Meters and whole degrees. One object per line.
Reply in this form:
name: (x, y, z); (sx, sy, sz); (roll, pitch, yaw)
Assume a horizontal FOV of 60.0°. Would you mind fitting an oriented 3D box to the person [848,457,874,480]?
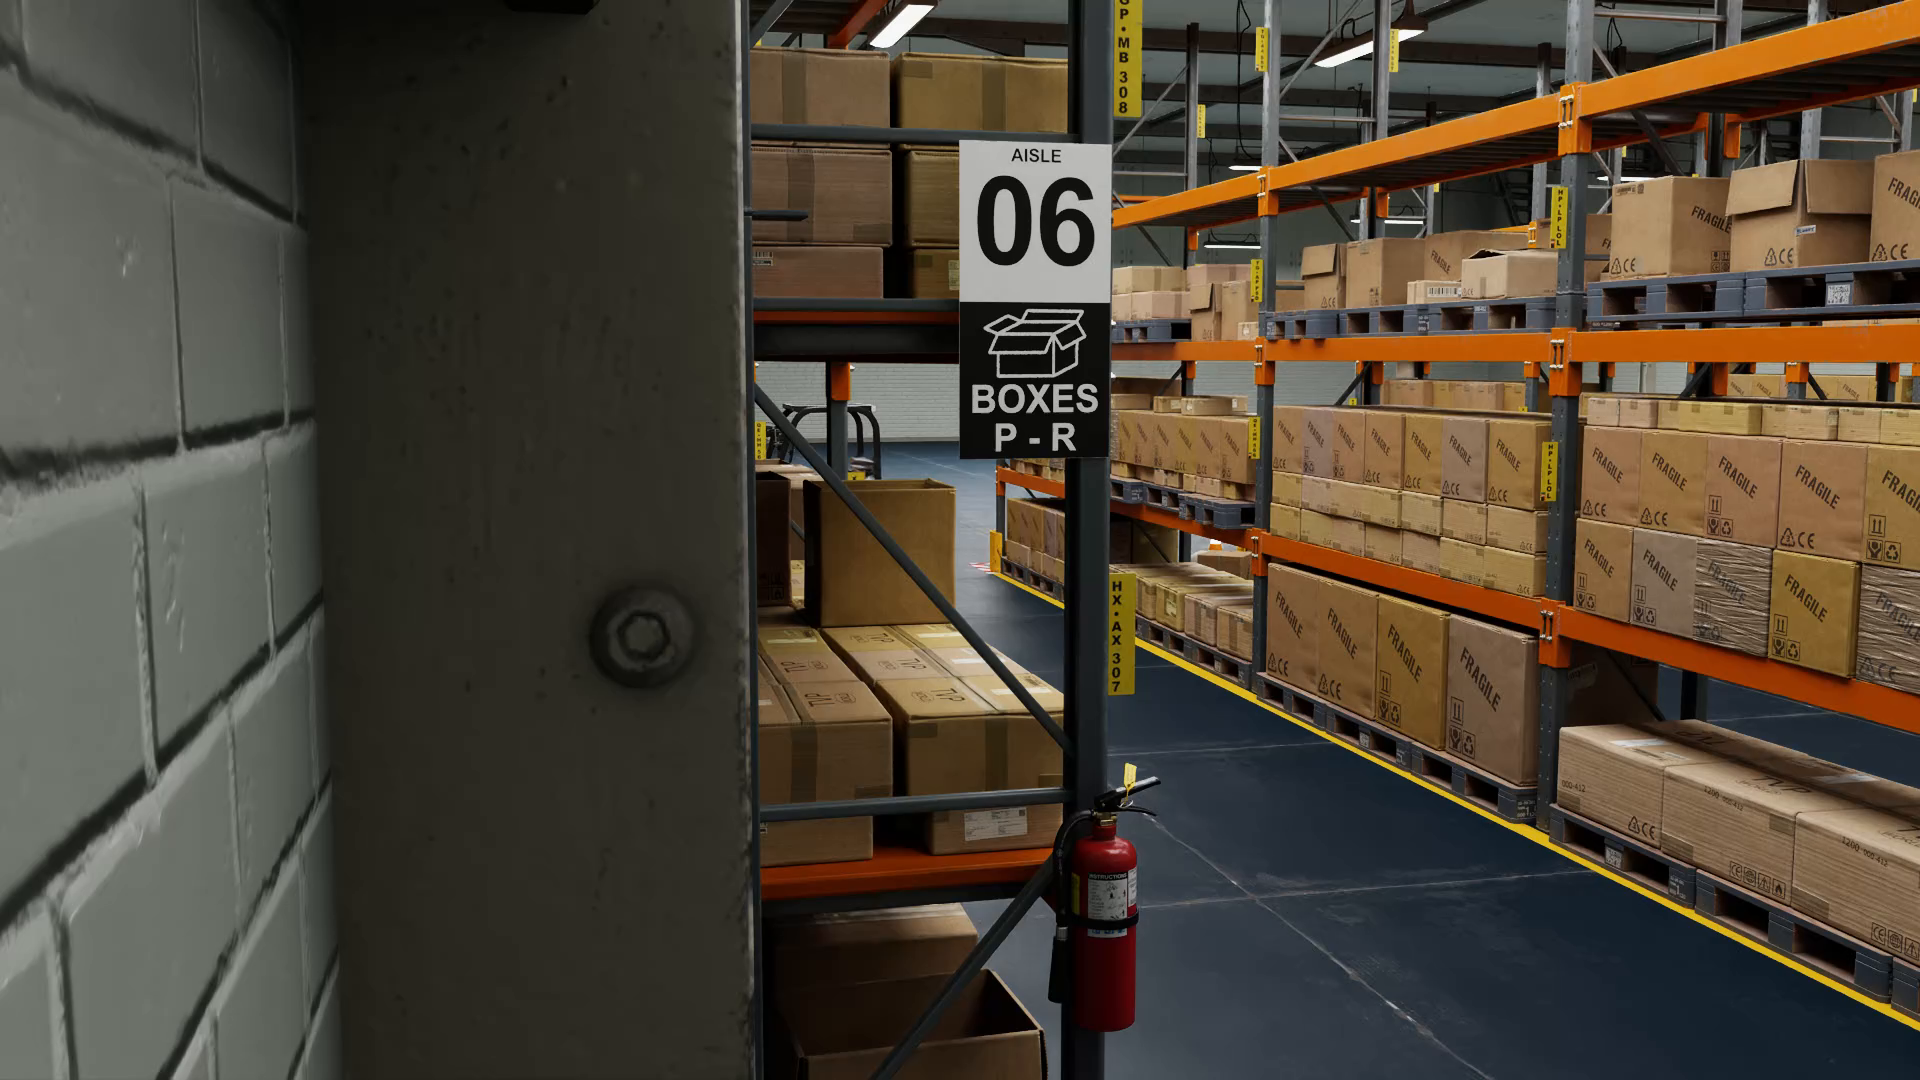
person: (-0.972, -0.018, 16.986); (0.358, 1.668, 0.511); (-2, 6, -15)
